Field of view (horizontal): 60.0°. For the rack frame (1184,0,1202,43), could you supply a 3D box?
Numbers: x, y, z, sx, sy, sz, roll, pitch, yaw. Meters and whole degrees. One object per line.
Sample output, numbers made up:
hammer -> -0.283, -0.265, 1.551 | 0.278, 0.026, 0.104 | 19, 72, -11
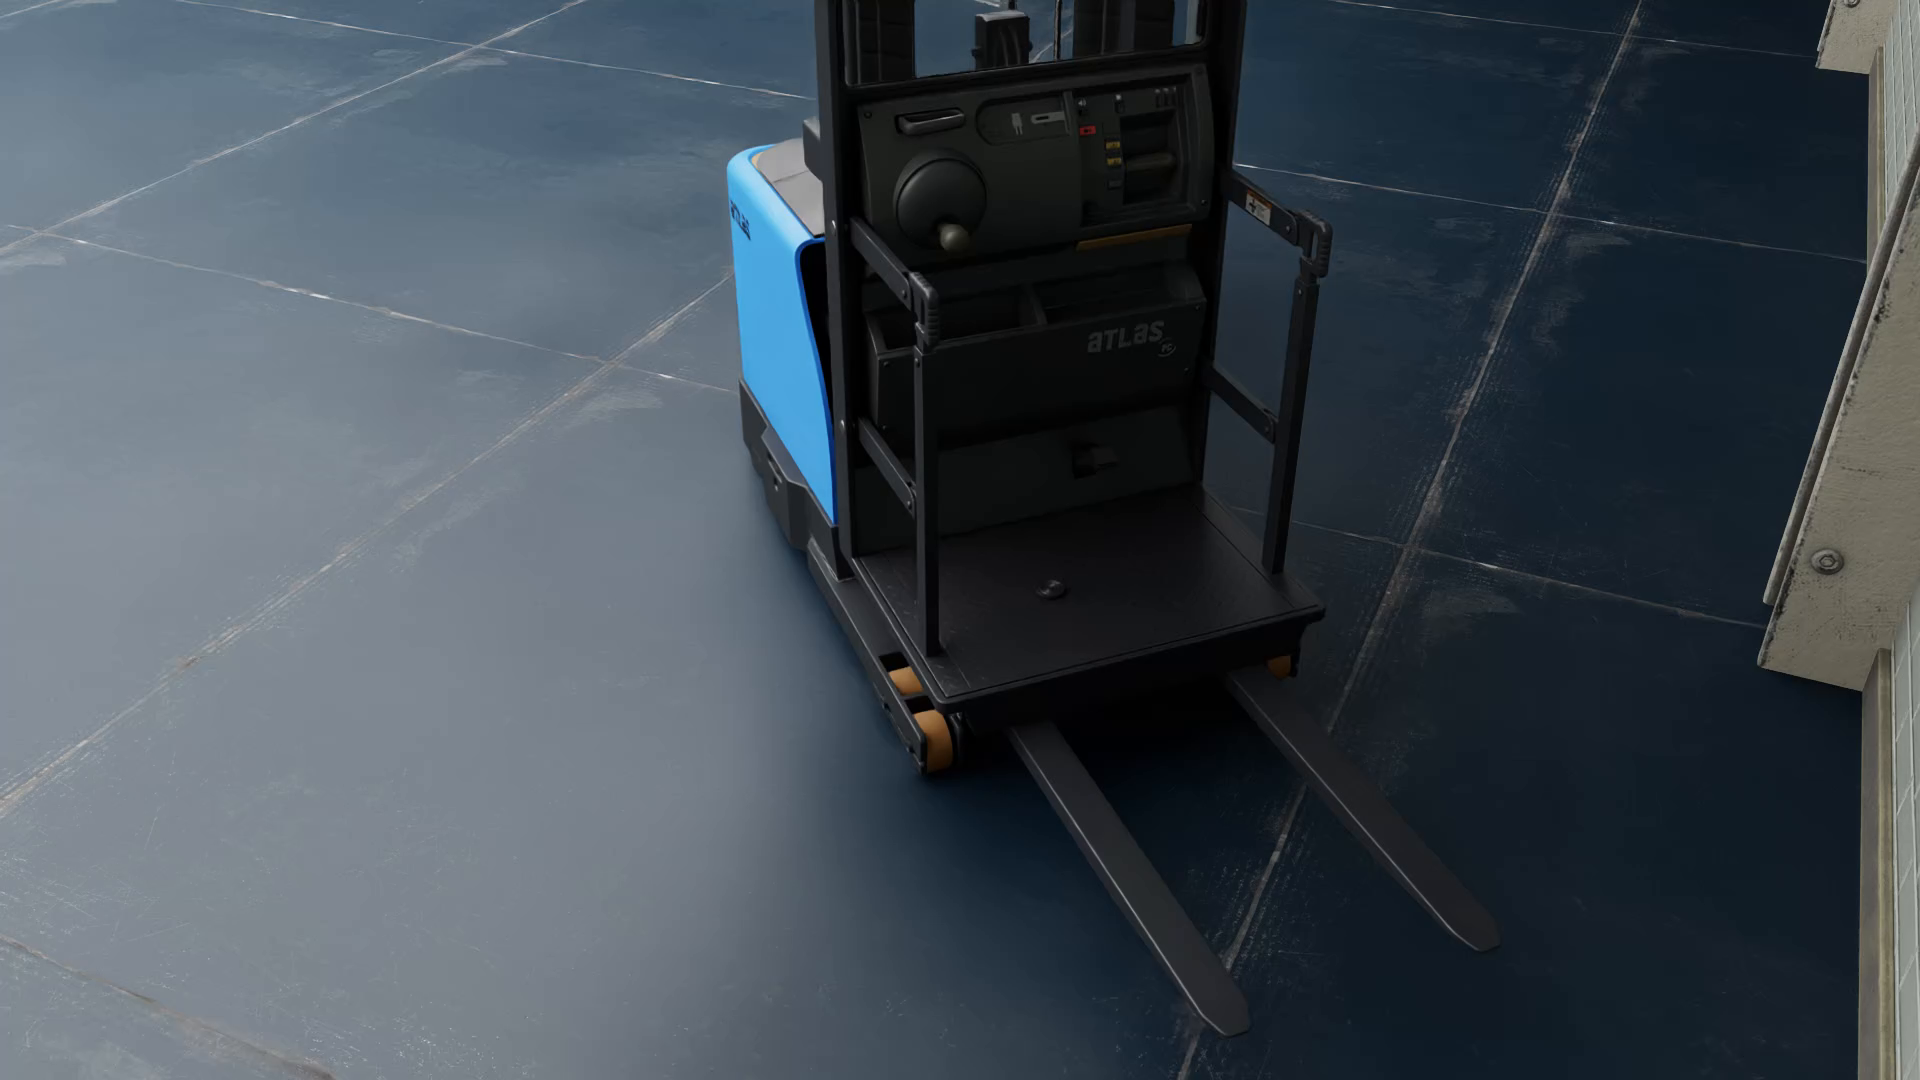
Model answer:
rack frame -> 0.685, -1.656, 6.407 | 0.500, 1.500, 0.032 | 28, 42, 35

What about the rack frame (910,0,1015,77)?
rack frame -> -0.017, -1.252, 5.791 | 0.500, 1.500, 0.032 | 28, 42, 35

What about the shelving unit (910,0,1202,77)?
shelving unit -> 0.334, -1.454, 6.099 | 0.538, 1.500, 1.048 | 28, 42, 35

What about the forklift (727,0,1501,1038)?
forklift -> 0.282, -0.883, 3.923 | 1.130, 2.935, 3.031 | -12, 35, -18

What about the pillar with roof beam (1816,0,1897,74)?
pillar with roof beam -> 1.079, -7.445, 8.398 | 9.100, 9.000, 0.400 | 14, 36, 20

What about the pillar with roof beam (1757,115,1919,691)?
pillar with roof beam -> -1.431, -4.457, 3.841 | 9.100, 9.000, 0.400 | 14, 36, 20
